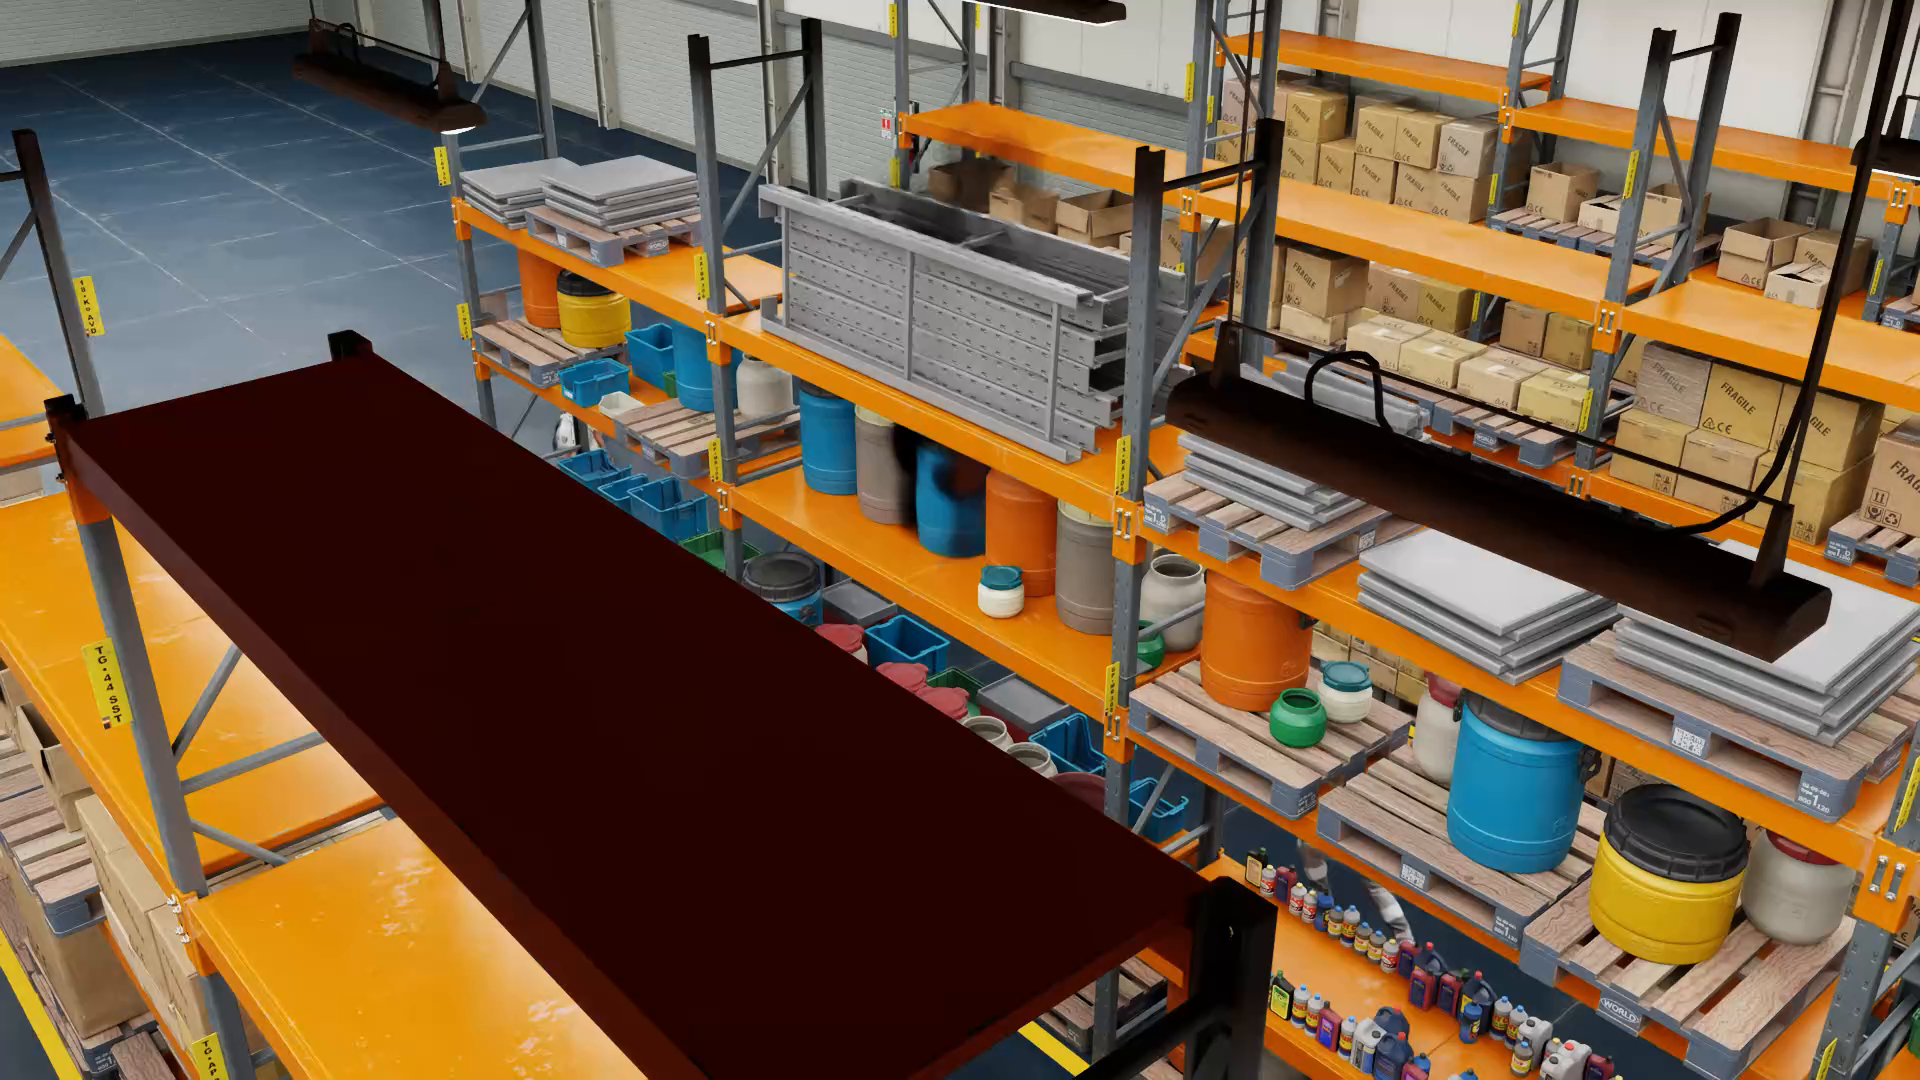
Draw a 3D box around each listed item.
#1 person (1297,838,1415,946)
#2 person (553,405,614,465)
[{"bbox_3d":[2.781,2.075,11.399,0.662,1.760,0.949,-23,35,-37],"label":"person"},{"bbox_3d":[-3.985,-0.823,17.301,1.089,1.668,0.629,4,27,8],"label":"person"}]
